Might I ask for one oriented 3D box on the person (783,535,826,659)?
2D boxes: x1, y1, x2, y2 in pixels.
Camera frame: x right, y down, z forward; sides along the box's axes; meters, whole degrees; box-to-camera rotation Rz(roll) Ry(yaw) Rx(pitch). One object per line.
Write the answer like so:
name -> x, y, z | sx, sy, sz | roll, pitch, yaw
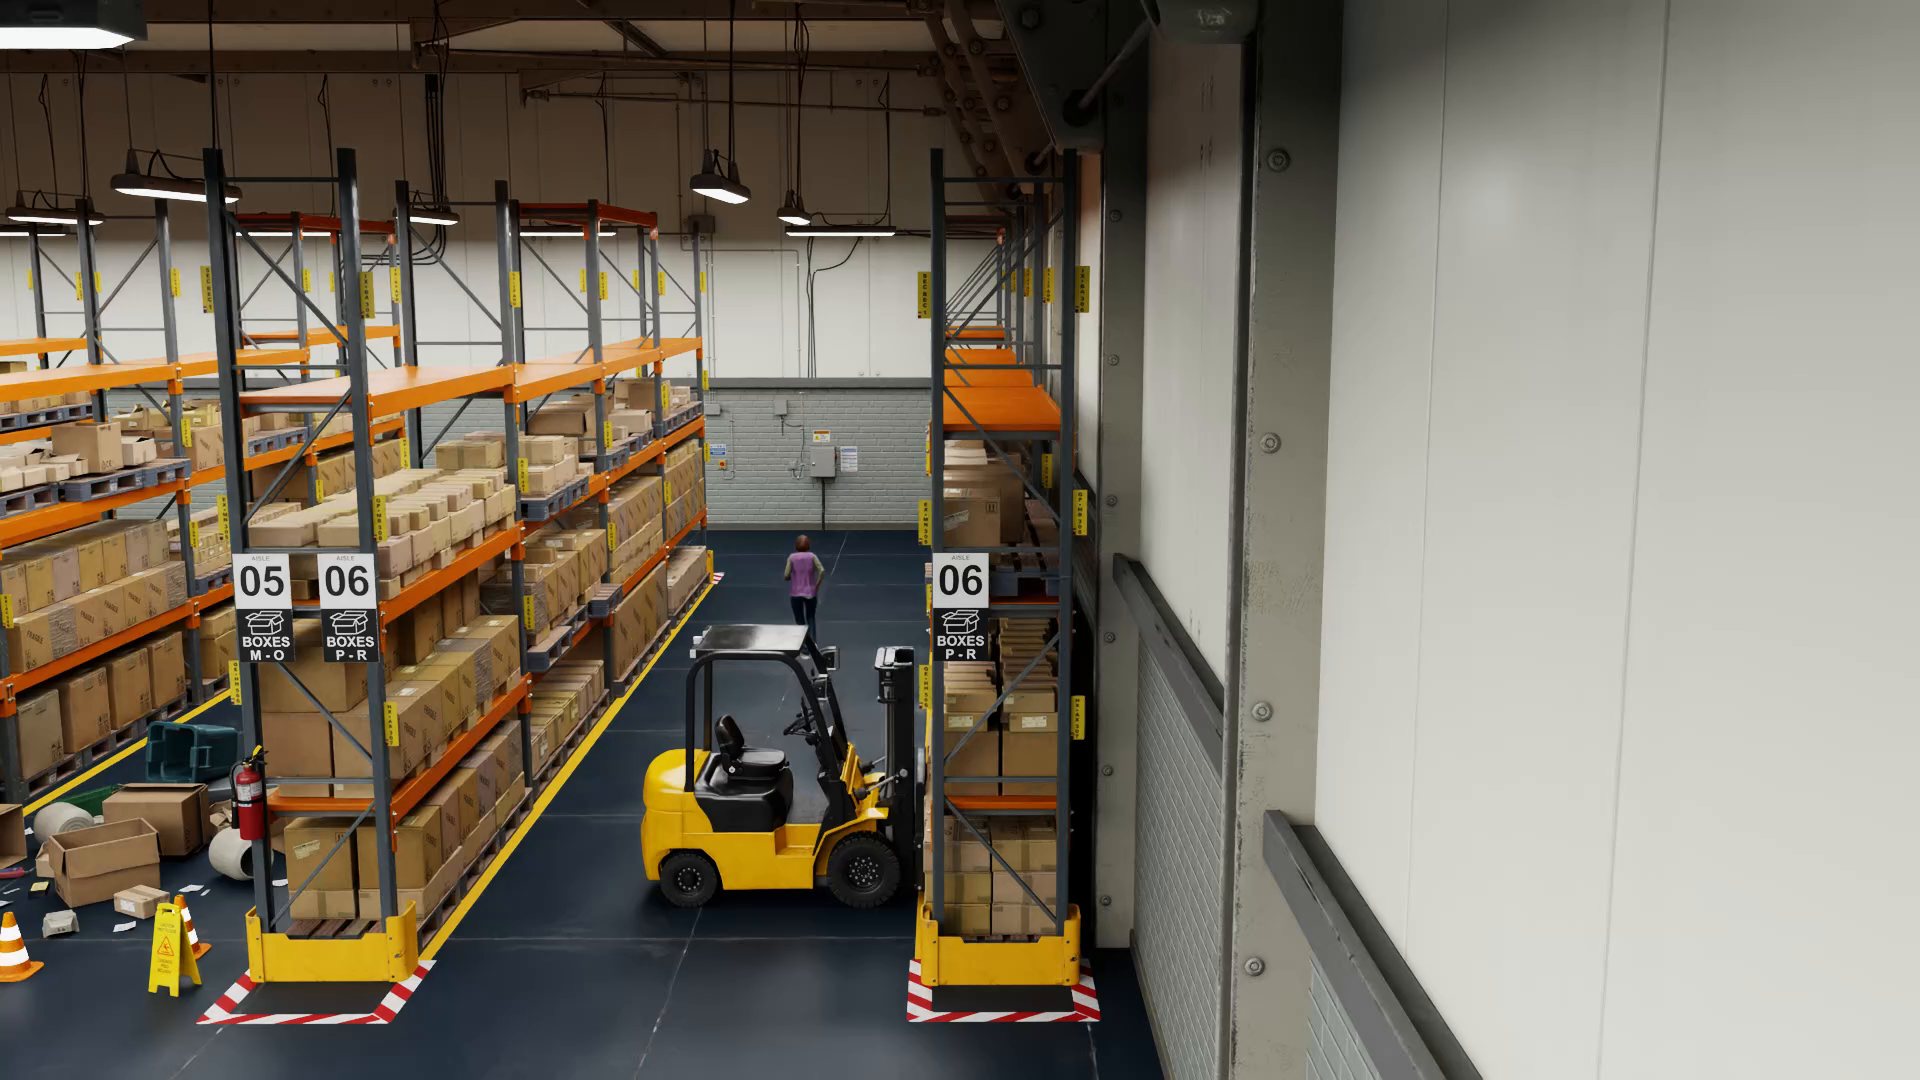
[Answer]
person -> -1.997, 0.725, 21.265 | 0.528, 1.607, 0.620 | -2, 9, -11
